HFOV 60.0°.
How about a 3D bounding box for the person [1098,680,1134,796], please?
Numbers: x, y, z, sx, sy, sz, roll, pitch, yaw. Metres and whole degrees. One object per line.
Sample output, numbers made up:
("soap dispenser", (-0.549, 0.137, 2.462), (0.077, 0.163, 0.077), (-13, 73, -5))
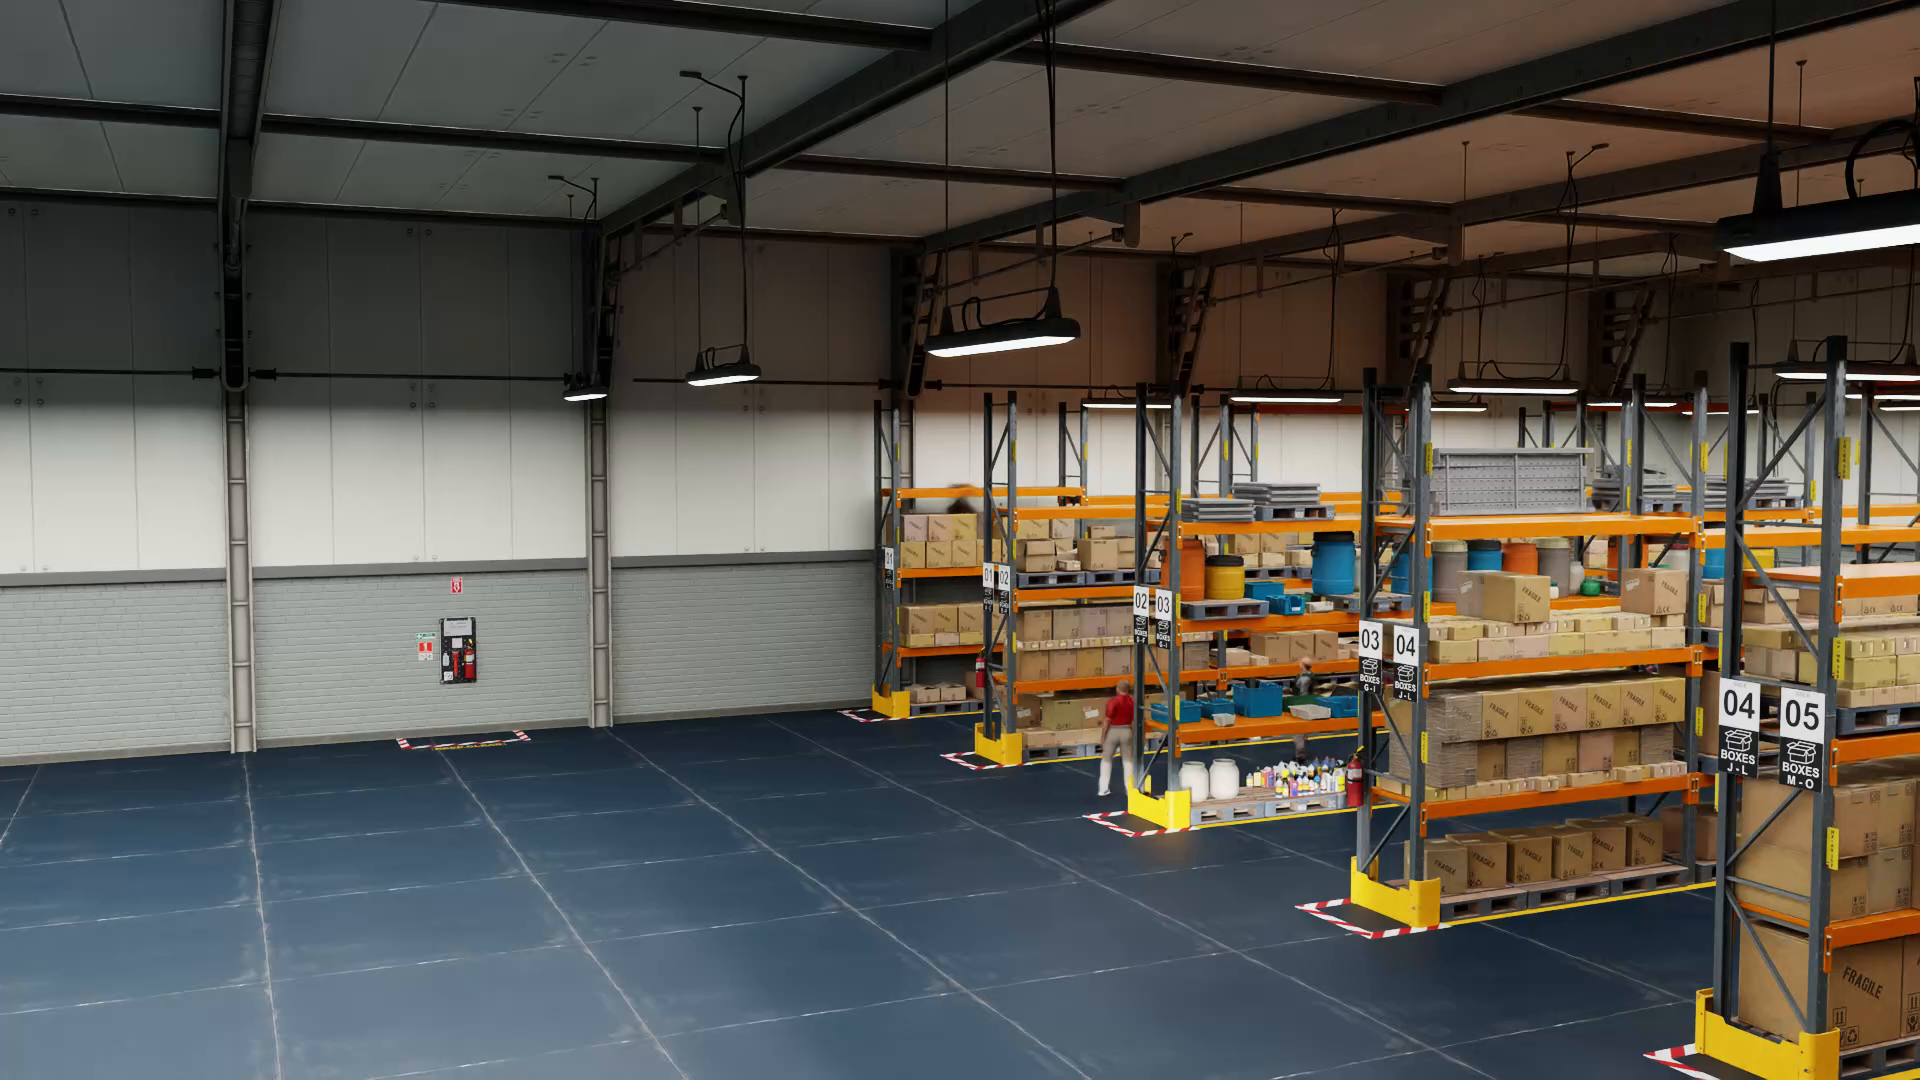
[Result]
("person", (2.315, 2.892, 24.350), (0.594, 1.724, 0.442), (0, 3, -8))

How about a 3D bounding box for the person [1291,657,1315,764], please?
("person", (5.544, 2.806, 27.009), (0.472, 1.676, 0.561), (0, 3, -1))
